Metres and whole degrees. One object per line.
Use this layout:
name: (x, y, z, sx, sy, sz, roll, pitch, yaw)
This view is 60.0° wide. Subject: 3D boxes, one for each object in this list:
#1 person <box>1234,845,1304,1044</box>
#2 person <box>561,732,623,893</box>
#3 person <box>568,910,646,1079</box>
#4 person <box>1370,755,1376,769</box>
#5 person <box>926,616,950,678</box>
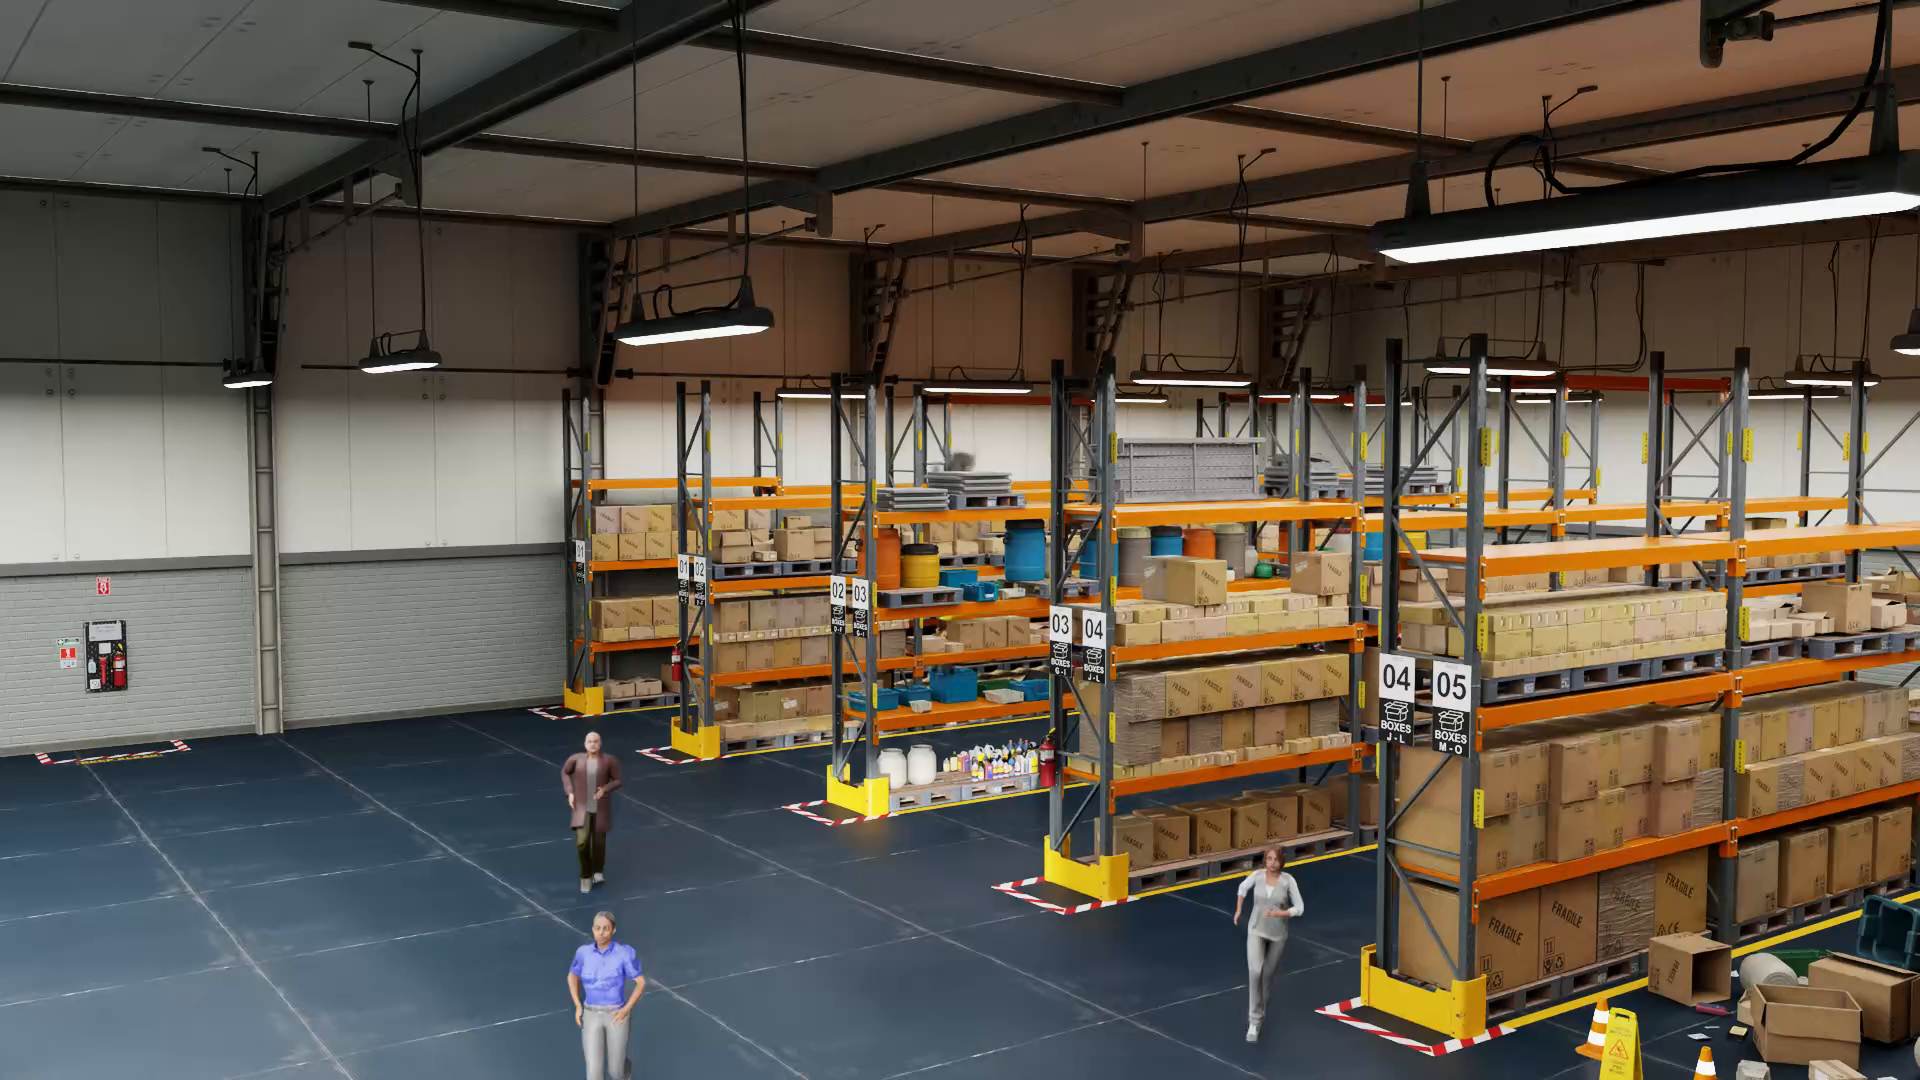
person: (2.662, 3.450, 14.363, 0.579, 1.643, 0.704, 0, 4, 6)
person: (-4.175, 3.093, 18.842, 0.683, 1.846, 0.713, -1, 4, -11)
person: (-2.630, 3.561, 12.355, 0.594, 1.618, 0.758, 0, 4, -2)
person: (6.071, 2.719, 24.466, 0.734, 1.818, 0.664, -3, 5, -41)
person: (-0.386, 2.264, 31.760, 0.575, 1.720, 0.706, -3, 5, -37)
